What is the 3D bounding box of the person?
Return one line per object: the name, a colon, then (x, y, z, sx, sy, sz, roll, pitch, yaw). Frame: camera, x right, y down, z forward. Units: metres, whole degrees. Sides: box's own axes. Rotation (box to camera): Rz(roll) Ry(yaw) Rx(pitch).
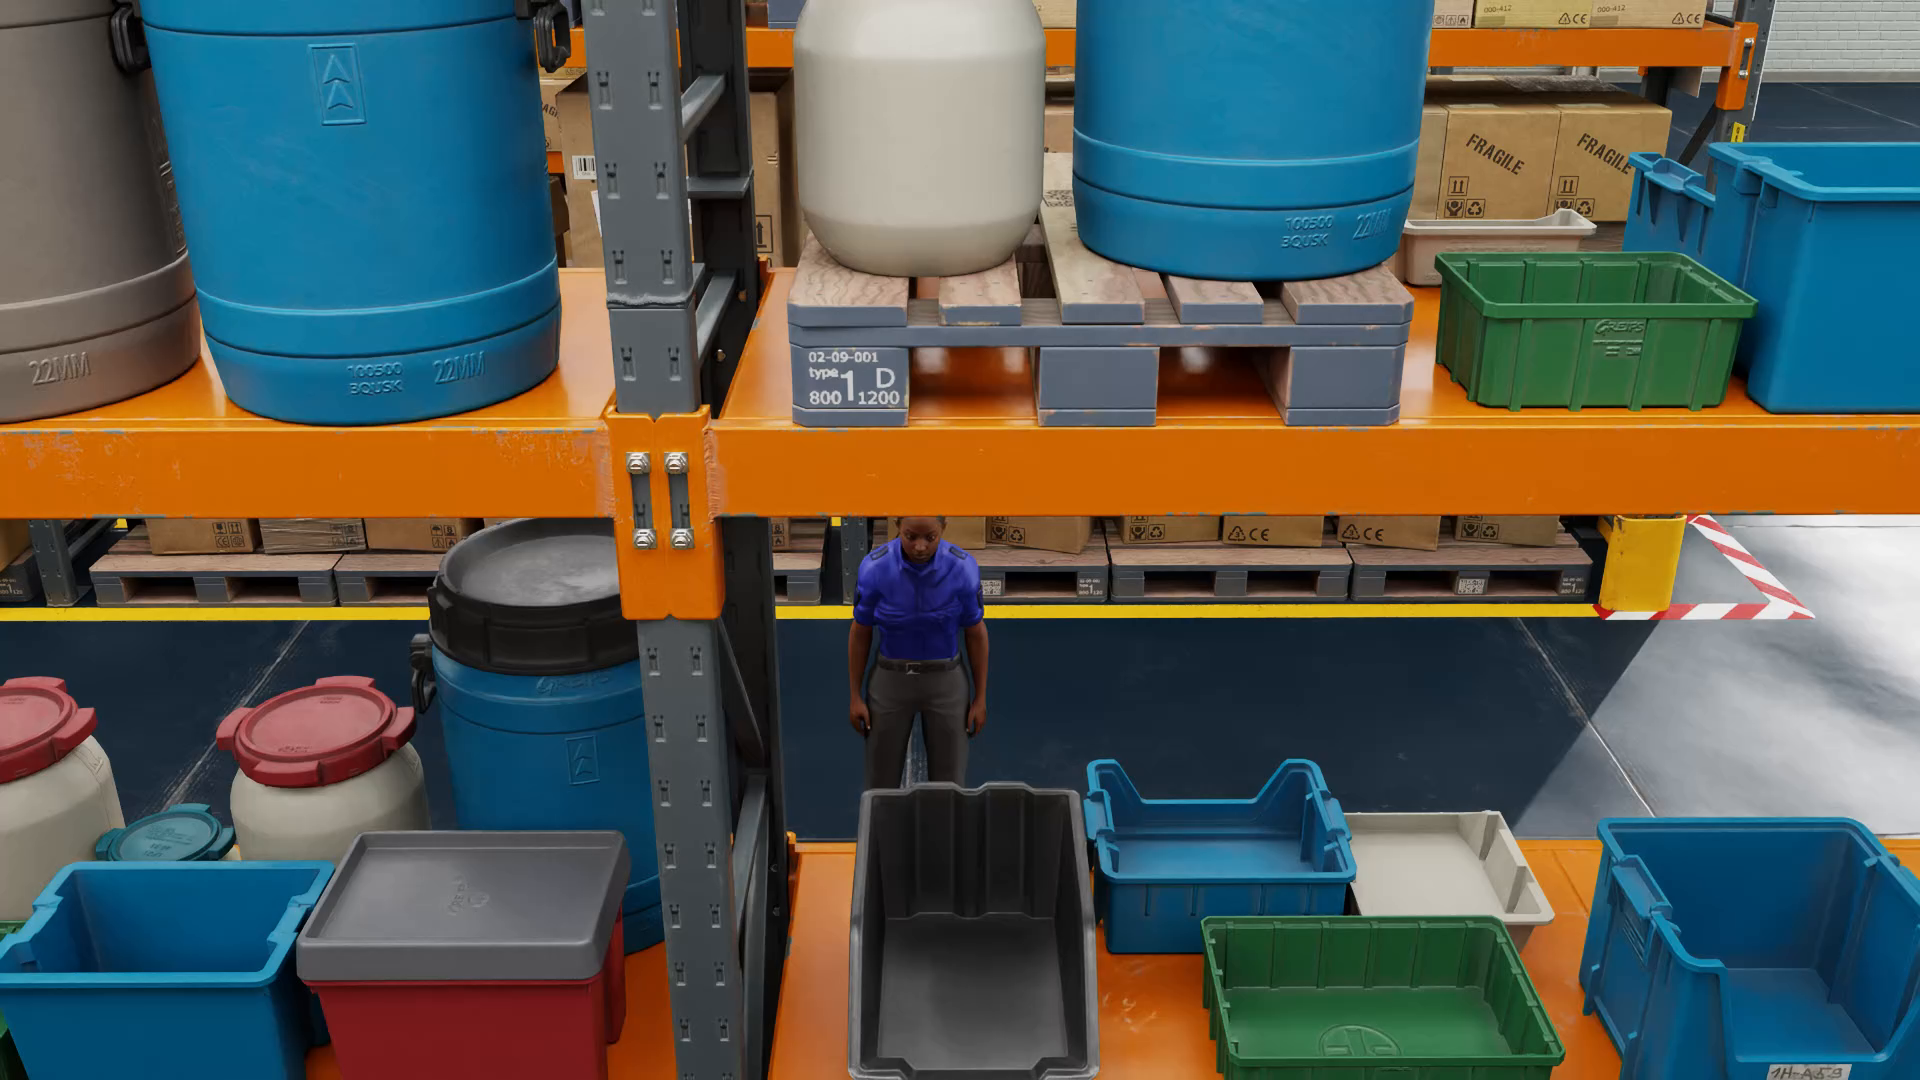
person: (-0.151, 0.565, 5.856, 0.504, 1.655, 0.392, 0, 24, 0)
